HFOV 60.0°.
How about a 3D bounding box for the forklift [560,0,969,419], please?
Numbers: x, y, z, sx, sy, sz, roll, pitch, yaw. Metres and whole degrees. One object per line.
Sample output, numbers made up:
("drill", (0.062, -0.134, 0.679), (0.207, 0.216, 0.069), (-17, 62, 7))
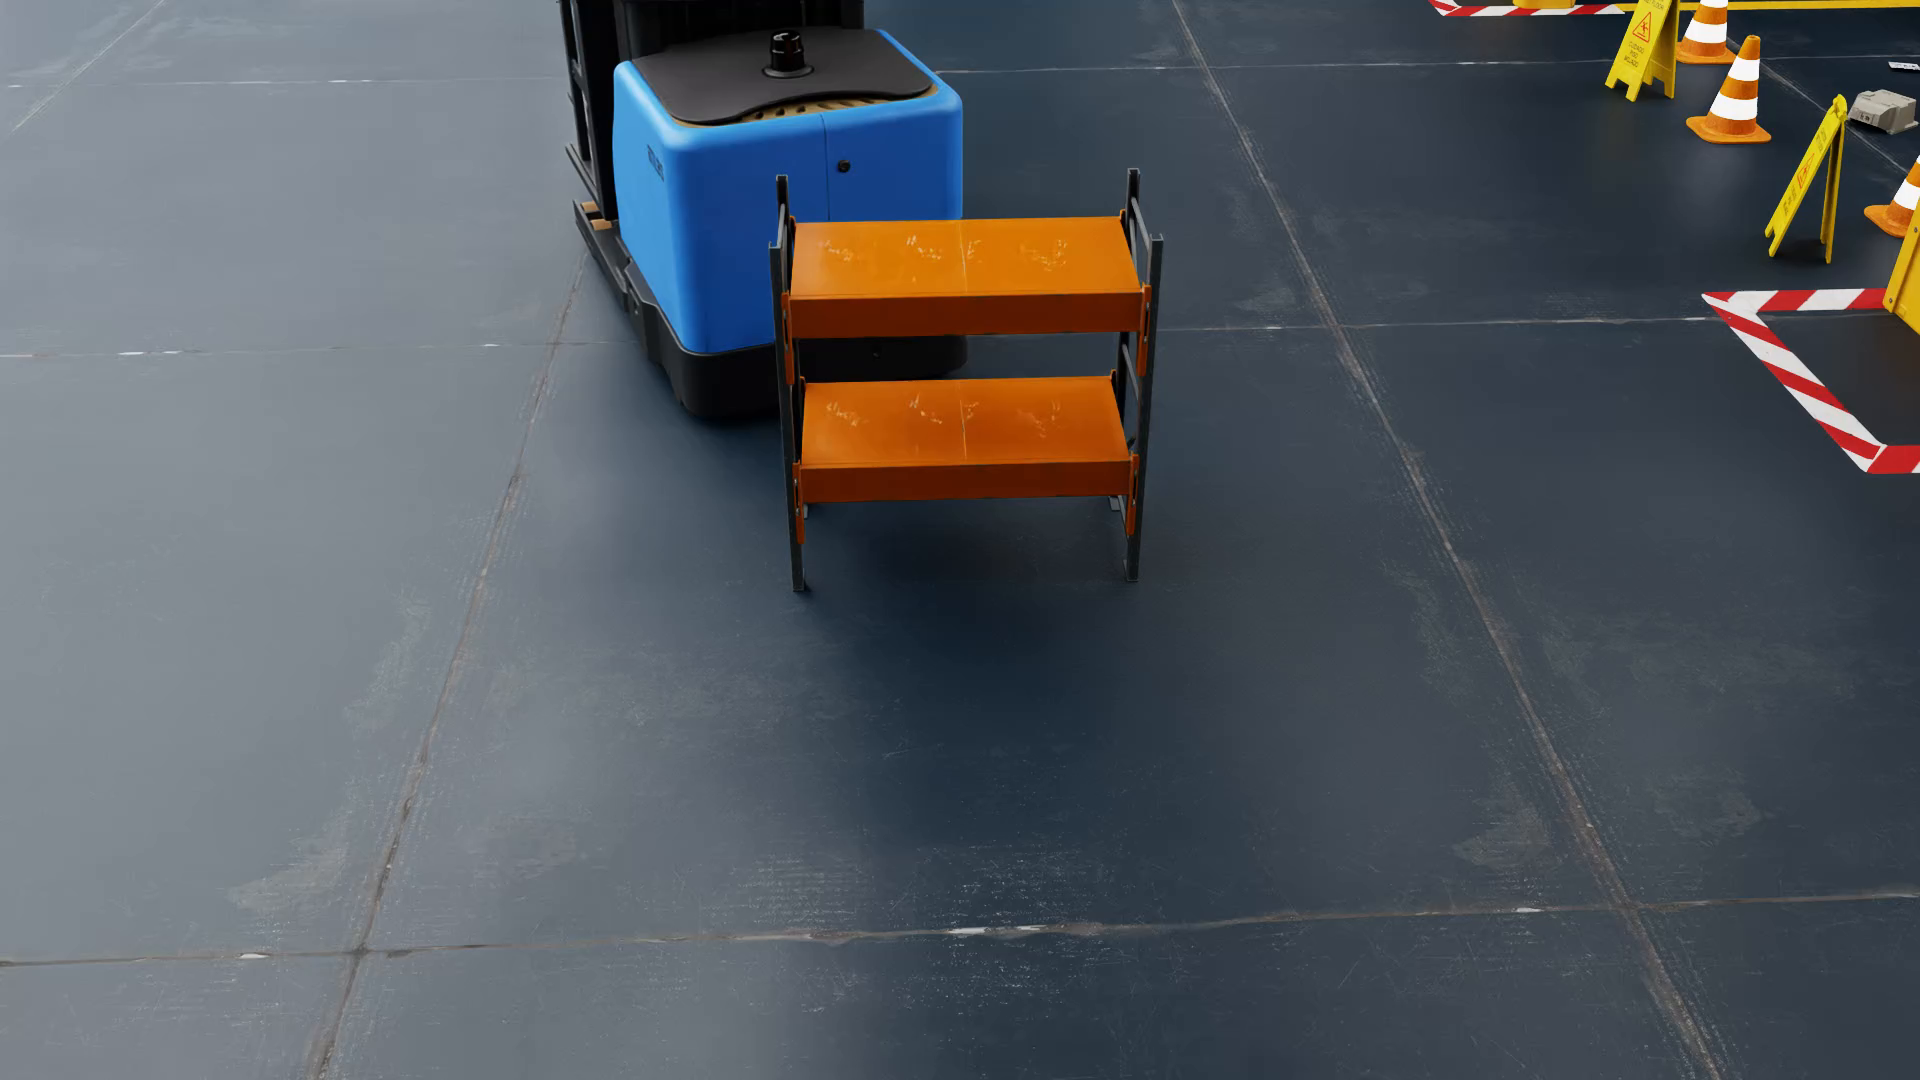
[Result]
("forklift", (-0.991, -2.453, 6.219), (1.130, 2.935, 3.031), (-13, 37, -18))

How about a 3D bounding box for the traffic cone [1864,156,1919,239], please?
("traffic cone", (4.151, -1.570, 7.111), (0.334, 0.463, 0.336), (-2, 35, -2))

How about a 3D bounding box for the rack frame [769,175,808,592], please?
("rack frame", (-0.501, -0.449, 4.910), (0.032, 1.125, 0.500), (-2, 35, -2))

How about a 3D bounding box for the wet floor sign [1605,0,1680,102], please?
("wet floor sign", (3.512, -2.585, 8.418), (0.232, 0.644, 0.267), (-7, 35, -10))

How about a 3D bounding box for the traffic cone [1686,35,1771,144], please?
("traffic cone", (3.759, -2.191, 8.010), (0.334, 0.463, 0.336), (-2, 35, -2))

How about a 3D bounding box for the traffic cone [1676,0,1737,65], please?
("traffic cone", (4.045, -2.843, 8.951), (0.334, 0.463, 0.336), (-2, 35, -2))

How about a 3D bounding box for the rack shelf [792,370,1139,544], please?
("rack shelf", (0.007, -0.262, 5.069), (1.000, 0.278, 0.538), (-2, 35, -2))

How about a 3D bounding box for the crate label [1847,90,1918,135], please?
("crate label", (4.541, -2.114, 8.184), (0.298, 0.136, 0.250), (-20, 39, -26))

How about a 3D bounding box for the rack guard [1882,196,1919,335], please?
("rack guard", (3.859, -0.842, 6.028), (0.348, 0.500, 1.175), (-2, 35, -2))

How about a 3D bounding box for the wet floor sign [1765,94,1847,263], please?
("wet floor sign", (3.542, -1.503, 6.855), (0.232, 0.644, 0.267), (10, 36, 14))

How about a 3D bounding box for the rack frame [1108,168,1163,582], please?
("rack frame", (0.515, -0.476, 4.950), (0.032, 1.125, 0.500), (-2, 35, -2))

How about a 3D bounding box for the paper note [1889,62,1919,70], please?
("paper note", (5.052, -2.533, 8.885), (0.142, 0.017, 0.144), (10, 36, 14))

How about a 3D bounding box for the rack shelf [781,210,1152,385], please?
("rack shelf", (0.007, -0.703, 4.764), (1.000, 0.278, 0.538), (-2, 35, -2))

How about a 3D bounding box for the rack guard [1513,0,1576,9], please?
("rack guard", (3.423, -3.650, 10.085), (0.348, 0.500, 1.175), (-2, 35, -2))

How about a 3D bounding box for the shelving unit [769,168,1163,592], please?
("shelving unit", (0.007, -0.463, 4.930), (1.048, 1.125, 0.538), (-2, 35, -2))
